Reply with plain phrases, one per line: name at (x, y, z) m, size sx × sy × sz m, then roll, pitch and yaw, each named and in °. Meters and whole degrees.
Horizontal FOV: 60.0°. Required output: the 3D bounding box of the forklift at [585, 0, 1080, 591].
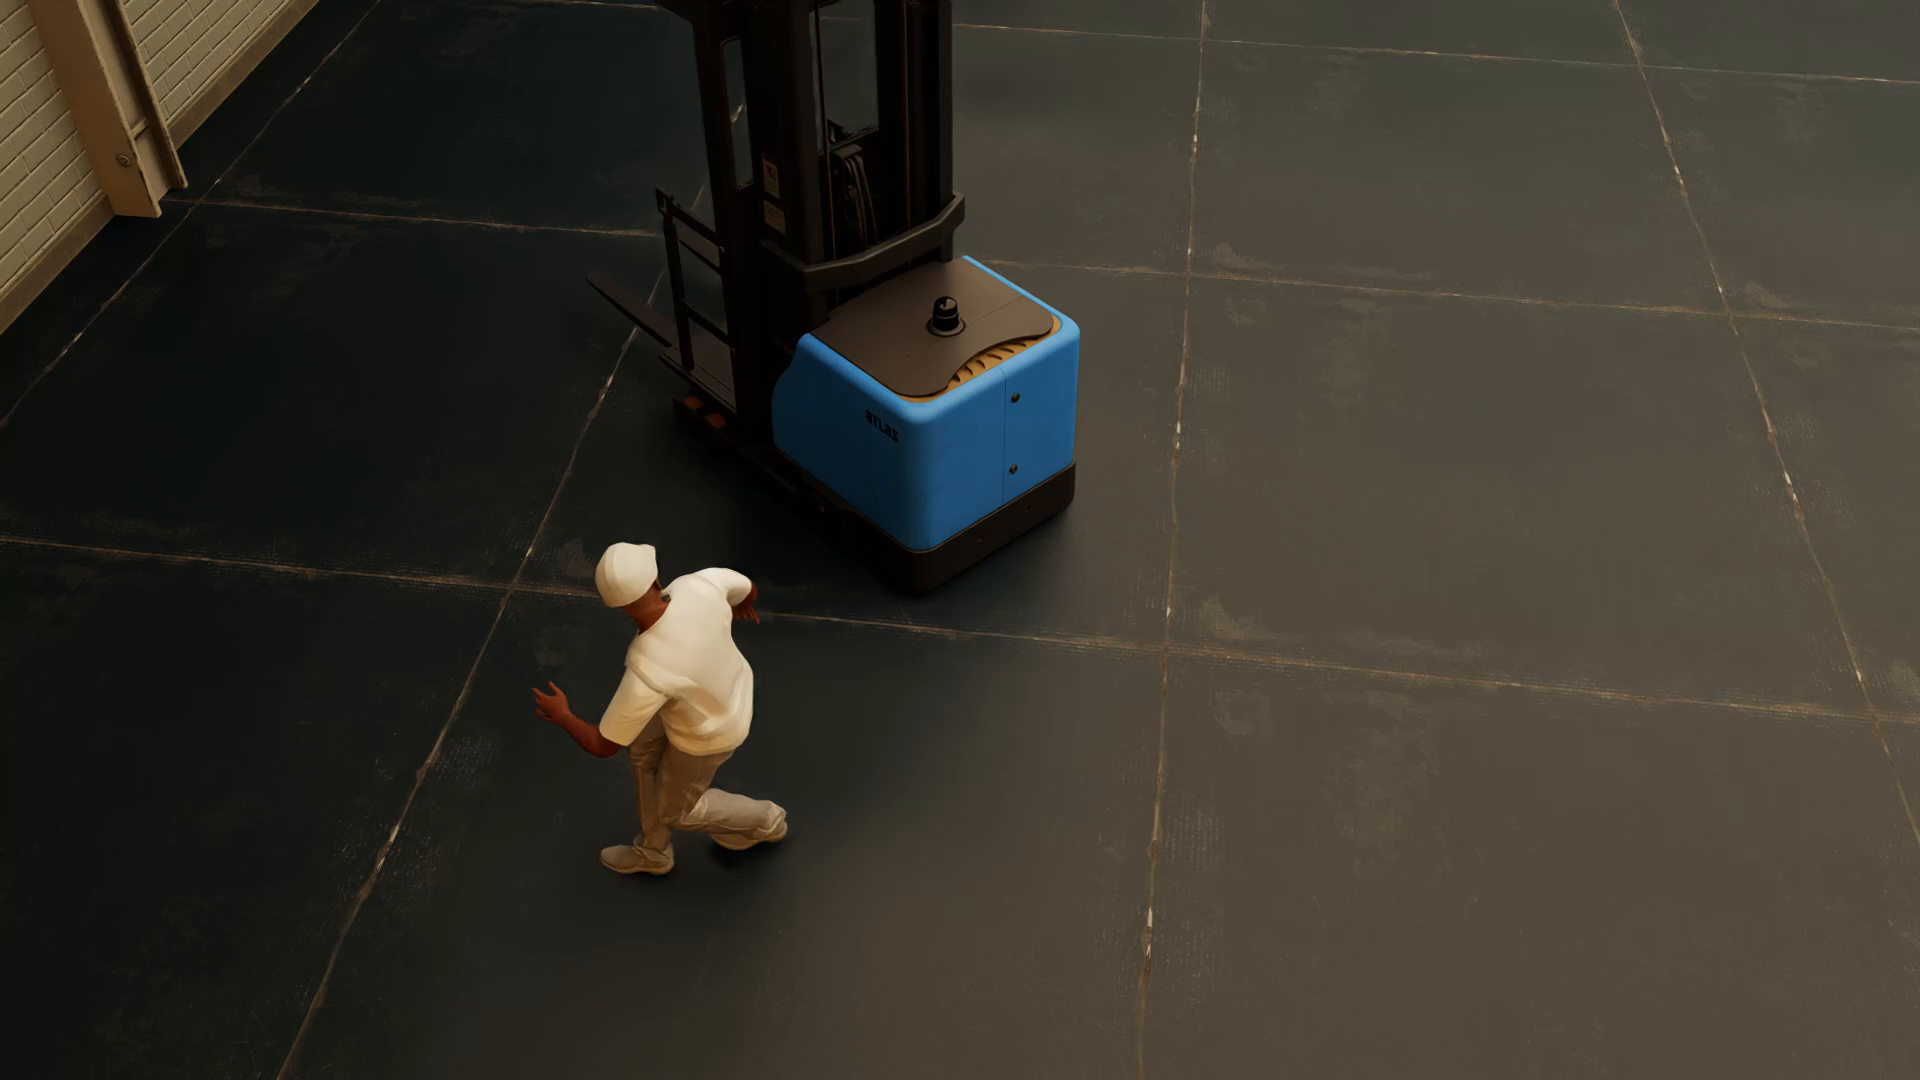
forklift at (-0.808, -1.764, 7.644) m, size 1.130 × 2.935 × 3.031 m, roll -31°, pitch 51°, yaw -29°

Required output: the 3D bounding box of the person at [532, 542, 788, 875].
person at (-1.095, 0.559, 6.096) m, size 0.843 × 1.633 × 0.882 m, roll 2°, pitch 43°, yaw 3°
